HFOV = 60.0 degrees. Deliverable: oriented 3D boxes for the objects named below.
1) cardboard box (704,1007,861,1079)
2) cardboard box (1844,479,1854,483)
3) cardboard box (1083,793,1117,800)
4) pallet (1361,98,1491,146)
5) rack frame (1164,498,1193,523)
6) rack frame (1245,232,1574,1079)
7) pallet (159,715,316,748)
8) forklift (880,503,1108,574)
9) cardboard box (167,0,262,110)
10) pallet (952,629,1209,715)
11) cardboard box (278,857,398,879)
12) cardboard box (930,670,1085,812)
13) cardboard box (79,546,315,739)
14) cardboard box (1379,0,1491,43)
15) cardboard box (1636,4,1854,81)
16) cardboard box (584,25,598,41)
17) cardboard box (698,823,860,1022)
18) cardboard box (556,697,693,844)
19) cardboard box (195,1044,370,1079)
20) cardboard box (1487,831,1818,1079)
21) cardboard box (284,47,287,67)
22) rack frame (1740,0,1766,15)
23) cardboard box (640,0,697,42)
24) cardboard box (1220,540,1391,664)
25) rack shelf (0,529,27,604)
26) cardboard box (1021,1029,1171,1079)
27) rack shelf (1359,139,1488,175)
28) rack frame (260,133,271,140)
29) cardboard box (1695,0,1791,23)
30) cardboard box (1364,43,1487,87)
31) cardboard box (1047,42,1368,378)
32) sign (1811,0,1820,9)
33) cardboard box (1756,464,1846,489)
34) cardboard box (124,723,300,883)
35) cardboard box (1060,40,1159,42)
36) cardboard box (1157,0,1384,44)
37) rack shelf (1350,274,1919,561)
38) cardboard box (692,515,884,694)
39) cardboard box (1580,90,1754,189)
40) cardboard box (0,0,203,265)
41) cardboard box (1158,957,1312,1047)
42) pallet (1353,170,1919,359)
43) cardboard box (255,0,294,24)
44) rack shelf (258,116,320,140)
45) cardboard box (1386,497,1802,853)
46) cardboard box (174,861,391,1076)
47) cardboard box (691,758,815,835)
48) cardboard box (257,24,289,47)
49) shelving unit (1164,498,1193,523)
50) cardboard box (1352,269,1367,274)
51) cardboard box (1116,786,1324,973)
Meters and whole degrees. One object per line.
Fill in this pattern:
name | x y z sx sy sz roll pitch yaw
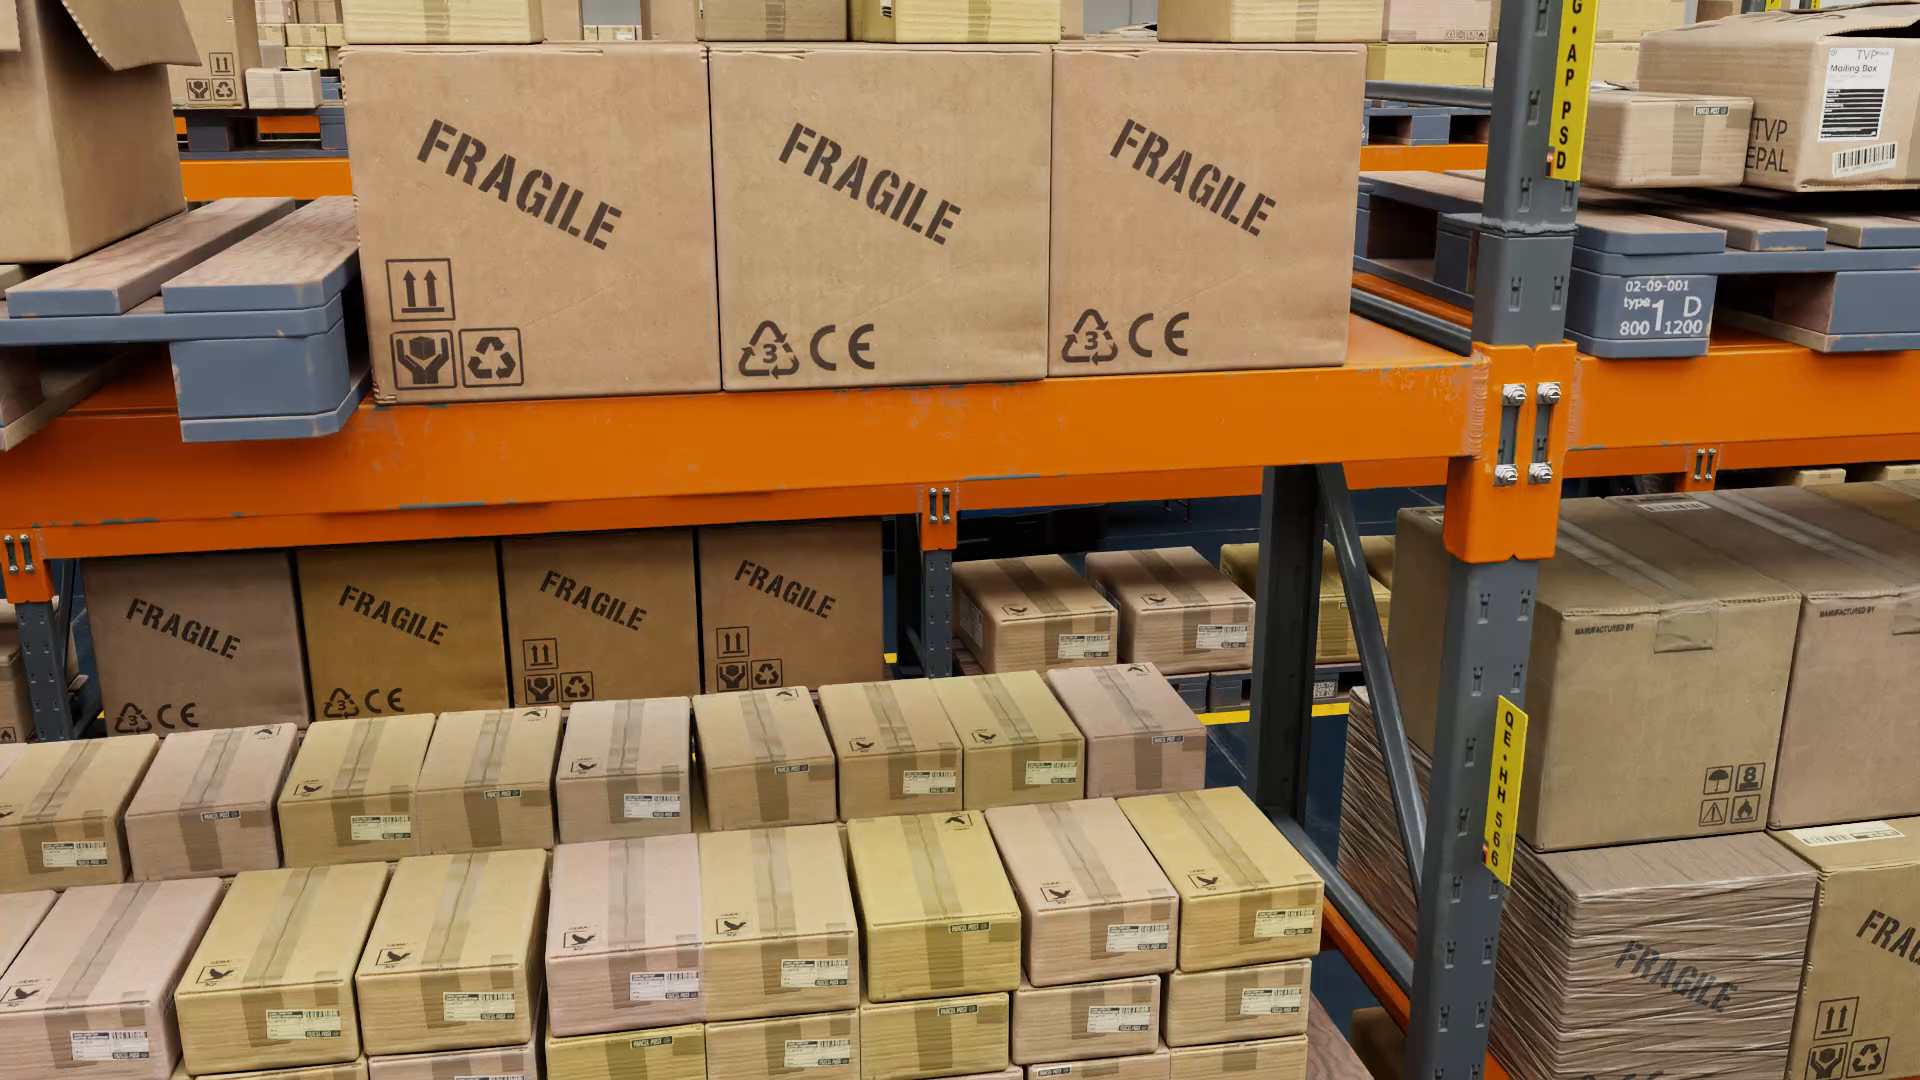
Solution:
cardboard box | -0.319 0.781 2.865 0.250 0.149 0.380 -3 17 -10
cardboard box | 4.888 -0.076 9.142 0.500 0.500 0.500 -3 17 -8
cardboard box | 0.332 0.547 3.628 0.250 0.149 0.380 -2 17 -8
pallet | 2.090 -2.125 8.332 1.003 0.211 1.213 -3 17 -10
rack frame | 1.555 -0.894 11.668 0.023 1.500 0.400 -6 18 -18
rack frame | 0.845 0.801 3.595 0.127 3.000 1.000 -3 17 -10
pallet | -3.378 0.871 8.118 1.213 0.211 1.003 -3 17 -10
forklift | -0.588 -1.341 10.684 3.031 2.935 1.130 -6 18 -18
cardboard box | -3.200 -2.046 6.868 0.500 0.500 0.500 -4 17 -11
pallet | 0.574 0.669 8.773 1.213 0.211 1.003 -3 17 -10
cardboard box | -1.196 0.635 3.340 0.250 0.149 0.380 -3 17 -8
cardboard box | 0.091 0.422 3.530 0.250 0.149 0.380 -4 17 -12
cardboard box | -3.527 0.360 7.935 0.875 0.875 0.875 -3 17 -9
cardboard box | 2.191 -2.513 7.964 0.500 0.250 0.500 -3 17 -10
cardboard box | 1.814 -0.984 3.563 0.500 0.311 0.500 -3 17 -10
cardboard box | -2.694 -3.569 11.785 0.250 0.149 0.380 -3 17 -10
cardboard box | -0.315 0.639 2.821 0.250 0.149 0.380 -3 17 -9
cardboard box | -0.676 0.464 3.391 0.250 0.149 0.380 -2 17 -8
cardboard box | -1.073 0.824 2.727 0.250 0.149 0.380 -4 17 -12
cardboard box | 1.337 0.806 3.409 0.500 0.500 0.500 -3 17 -10
cardboard box | -4.697 -3.293 11.357 0.250 0.149 0.380 -3 17 -10
rack frame | 3.734 -3.711 8.067 0.127 3.000 1.000 -3 17 -10
cardboard box | -1.129 -2.193 7.348 0.500 0.500 0.700 -4 18 -13
cardboard box | 1.832 0.322 8.914 0.625 0.372 0.950 -3 17 -9
rack shelf | -6.084 0.058 7.240 4.000 0.370 1.077 -3 17 -10
cardboard box | 0.204 0.894 3.006 0.250 0.149 0.380 -3 17 -11
rack shelf | 1.770 -1.822 8.251 4.000 0.370 1.077 -3 17 -10
rack frame | -5.066 -1.828 12.155 0.127 3.000 1.000 -3 17 -10
cardboard box | 6.328 -4.132 13.491 0.500 0.500 0.500 -3 17 -9
cardboard box | 2.189 -2.277 8.048 0.500 0.250 0.500 -3 17 -10
cardboard box | 0.332 -0.576 2.798 0.500 0.500 0.500 -3 17 -10
sign | 6.805 -4.159 13.261 0.005 0.325 0.100 -3 17 -10
cardboard box | 4.499 -0.343 8.905 0.250 0.149 0.380 -3 17 -10
cardboard box | -1.446 0.508 3.249 0.250 0.149 0.380 -4 18 -13
cardboard box | 0.234 -0.726 3.286 0.500 0.500 0.500 -3 17 -10
cardboard box | 0.497 -0.949 2.710 0.258 0.266 0.396 -3 17 -10
rack shelf | 2.809 -0.400 3.623 4.000 0.370 1.077 -3 17 -10
cardboard box | -0.887 0.209 8.426 0.875 0.875 0.875 -3 17 -11
cardboard box | 1.203 -0.734 3.026 0.250 0.149 0.380 -4 18 -13
cardboard box | -1.541 -0.708 2.509 0.637 0.503 0.797 -3 17 -11
cardboard box | 0.446 0.737 3.010 0.250 0.149 0.380 -3 17 -9
pallet | 1.467 -0.594 3.349 1.003 0.211 1.213 -2 17 -8
cardboard box | -4.704 -3.647 11.298 0.258 0.266 0.396 -3 17 -11
rack shelf | -3.102 -3.030 12.183 4.000 0.370 1.077 -3 17 -10
cardboard box | 1.288 0.253 3.506 0.500 0.500 0.700 -3 17 -11
cardboard box | -1.075 0.681 2.685 0.250 0.149 0.380 -3 17 -9
cardboard box | -0.443 0.593 3.479 0.250 0.149 0.380 -3 17 -10
cardboard box | -4.690 -3.423 11.274 0.250 0.149 0.380 -3 17 -9
shelving unit | 1.210 -0.858 11.552 0.755 1.500 0.431 -6 18 -18
cardboard box | 1.815 -1.058 8.254 0.500 0.500 0.500 -4 18 -13
cardboard box | 0.451 0.595 2.964 0.250 0.149 0.380 -4 18 -13
